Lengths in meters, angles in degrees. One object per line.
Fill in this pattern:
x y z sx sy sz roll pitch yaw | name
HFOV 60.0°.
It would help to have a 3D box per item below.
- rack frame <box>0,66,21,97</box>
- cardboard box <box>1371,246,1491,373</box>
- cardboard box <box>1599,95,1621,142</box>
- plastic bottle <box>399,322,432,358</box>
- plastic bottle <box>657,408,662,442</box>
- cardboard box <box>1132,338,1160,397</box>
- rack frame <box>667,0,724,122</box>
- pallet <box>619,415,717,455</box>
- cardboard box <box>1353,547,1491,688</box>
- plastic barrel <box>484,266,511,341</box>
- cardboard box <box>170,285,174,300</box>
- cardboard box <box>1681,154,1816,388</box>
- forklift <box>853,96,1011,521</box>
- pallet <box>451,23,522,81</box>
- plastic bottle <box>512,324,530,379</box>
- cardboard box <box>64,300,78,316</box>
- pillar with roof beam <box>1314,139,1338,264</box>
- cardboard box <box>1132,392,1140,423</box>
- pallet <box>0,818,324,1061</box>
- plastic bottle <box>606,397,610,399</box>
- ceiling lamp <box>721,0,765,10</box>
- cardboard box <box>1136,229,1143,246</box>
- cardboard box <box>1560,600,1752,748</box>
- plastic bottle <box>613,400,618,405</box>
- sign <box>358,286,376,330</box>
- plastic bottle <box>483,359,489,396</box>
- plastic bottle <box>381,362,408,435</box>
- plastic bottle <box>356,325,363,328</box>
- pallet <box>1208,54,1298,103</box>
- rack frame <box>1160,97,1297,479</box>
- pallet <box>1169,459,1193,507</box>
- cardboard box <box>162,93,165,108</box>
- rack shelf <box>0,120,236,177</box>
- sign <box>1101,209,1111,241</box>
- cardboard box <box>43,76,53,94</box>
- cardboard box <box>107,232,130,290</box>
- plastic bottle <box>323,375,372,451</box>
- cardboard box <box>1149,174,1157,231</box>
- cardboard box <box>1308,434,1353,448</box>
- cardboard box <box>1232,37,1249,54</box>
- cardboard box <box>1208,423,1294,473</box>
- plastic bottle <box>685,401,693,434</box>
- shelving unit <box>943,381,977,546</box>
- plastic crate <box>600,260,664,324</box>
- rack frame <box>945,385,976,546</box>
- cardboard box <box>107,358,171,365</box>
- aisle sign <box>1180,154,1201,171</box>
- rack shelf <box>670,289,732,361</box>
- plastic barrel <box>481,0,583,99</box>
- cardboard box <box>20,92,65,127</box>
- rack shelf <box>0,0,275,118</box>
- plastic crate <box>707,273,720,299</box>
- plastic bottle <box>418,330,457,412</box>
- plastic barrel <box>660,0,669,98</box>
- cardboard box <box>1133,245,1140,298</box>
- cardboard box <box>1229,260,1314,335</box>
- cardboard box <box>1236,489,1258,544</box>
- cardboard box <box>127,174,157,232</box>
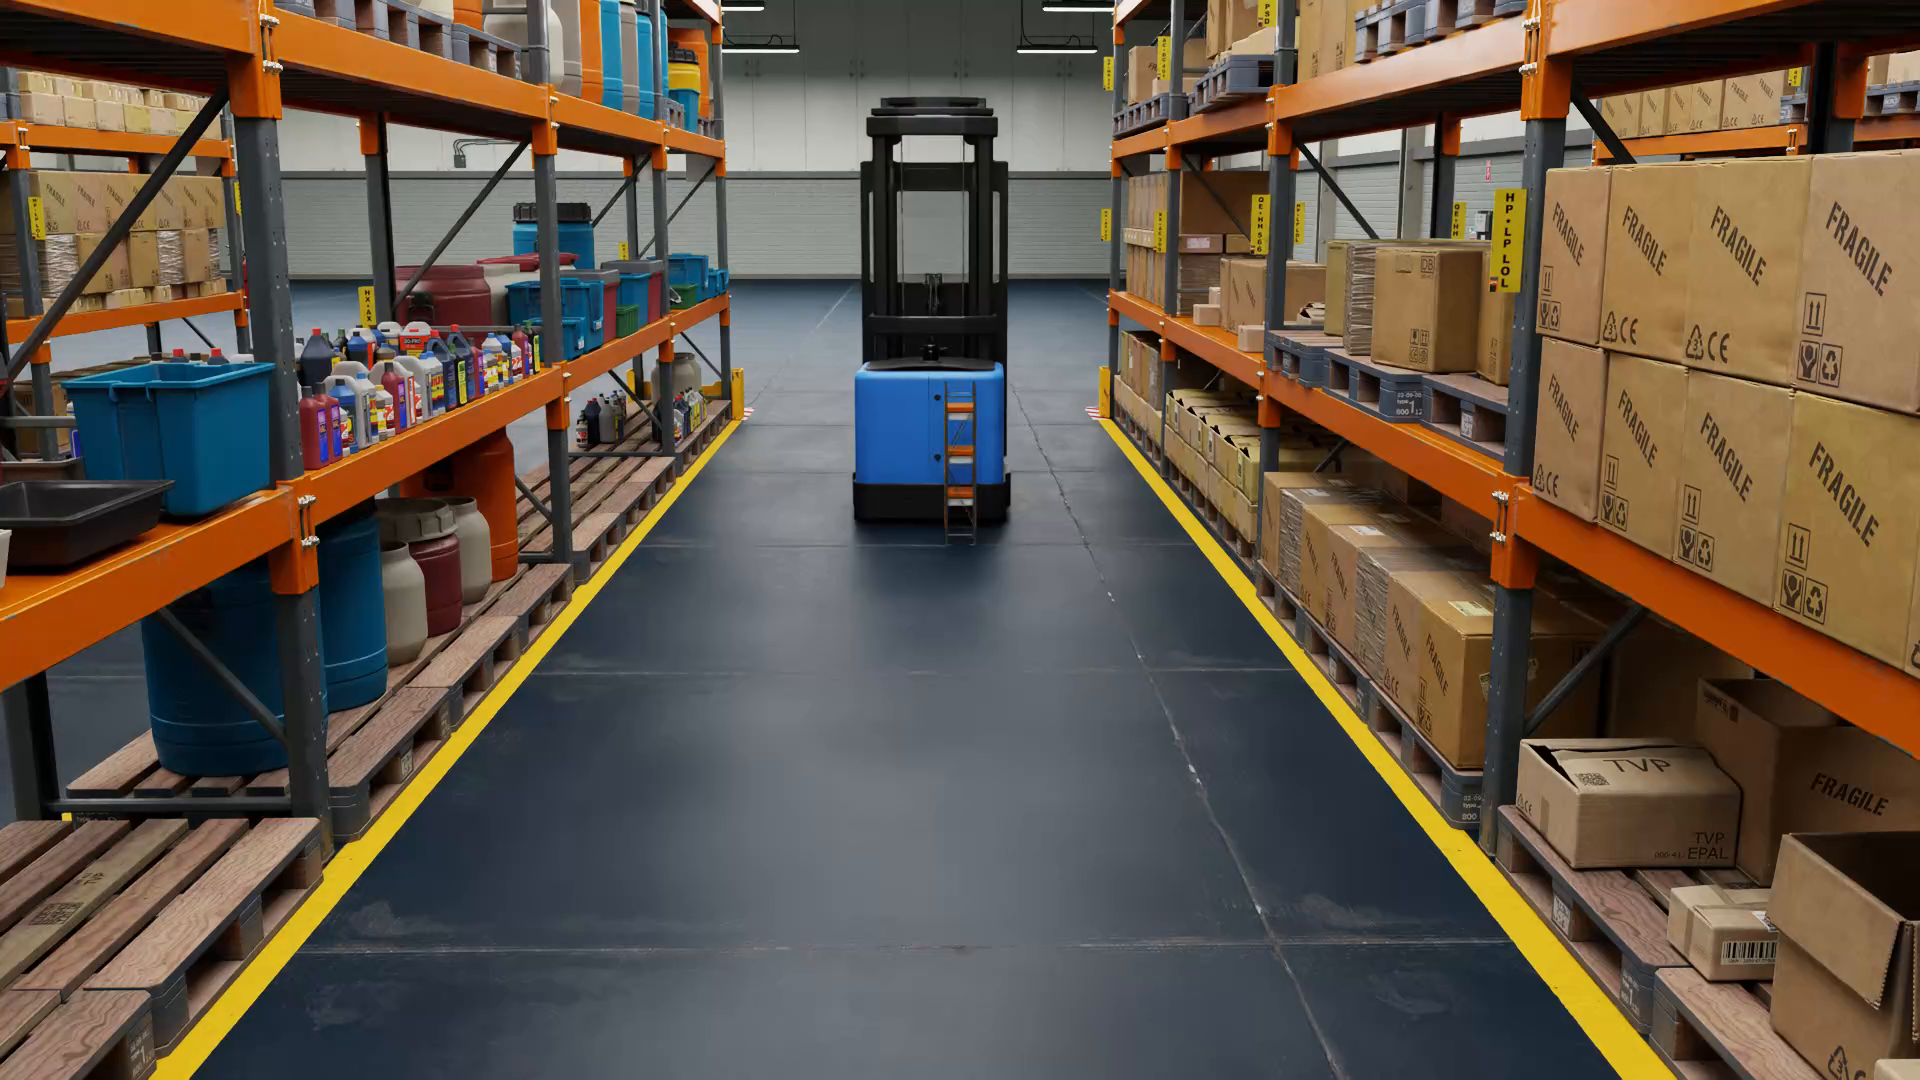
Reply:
-7.764 -4.882 12.491 1.000 3.000 0.127 0 11 -1 | rack frame
2.207 -0.998 7.124 0.700 0.500 0.500 -3 12 -16 | cardboard box
6.767 -4.260 16.665 0.500 0.500 0.500 0 11 0 | cardboard box
-2.892 -1.020 8.853 0.152 0.276 0.135 0 11 -1 | plastic bottle
-2.521 -0.976 14.049 0.061 0.283 0.133 0 11 -1 | plastic bottle
1.874 -1.597 15.361 0.500 0.500 0.500 0 11 -1 | cardboard box
-2.895 -5.698 16.511 1.000 3.000 0.127 0 11 -1 | rack frame
-2.813 -0.973 15.322 1.003 0.211 1.213 0 11 -1 | pallet
1.997 0.323 7.104 0.500 0.500 0.500 0 11 0 | cardboard box
-2.964 -1.426 10.261 0.421 0.512 0.421 0 11 0 | plastic barrel
-7.592 -2.310 15.532 0.380 0.149 0.250 0 11 -1 | cardboard box
2.055 -0.631 3.860 0.500 0.500 0.500 -1 11 -3 | cardboard box
-0.183 -1.815 12.635 1.130 2.935 3.031 0 11 1 | forklift
-2.812 -2.392 8.238 1.003 0.211 1.213 0 11 -1 | pallet
-2.290 -0.986 8.666 0.061 0.283 0.133 0 11 -1 | plastic bottle
-7.460 -1.913 13.574 0.380 0.149 0.250 0 11 -1 | cardboard box
3.213 -9.163 33.593 9.100 9.000 0.548 0 11 -1 | pillar with roof beam
1.875 -1.230 15.436 0.500 0.250 0.500 0 11 -1 | cardboard box
-2.593 1.140 4.907 1.003 0.211 1.213 0 11 -1 | pallet
-3.156 -1.146 14.919 0.097 0.271 0.097 0 11 0 | plastic bottle
-4.760 -11.797 31.896 2.000 3.185 0.800 0 11 -1 | ceiling lamp
1.873 -2.860 15.729 0.380 0.149 0.250 -1 11 -3 | cardboard box
2.539 0.521 6.129 0.500 0.500 0.500 -1 11 -4 | cardboard box
-3.022 -1.082 14.571 0.061 0.283 0.133 0 11 -1 | plastic bottle
-3.280 -1.244 9.234 0.100 0.325 0.005 0 11 -1 | sign
-2.292 -0.787 7.893 0.097 0.201 0.097 0 11 0 | plastic bottle
-2.246 -0.566 6.599 0.061 0.283 0.133 0 11 -1 | plastic bottle
-3.083 -0.957 8.527 0.061 0.283 0.133 0 11 -1 | plastic bottle
2.119 -2.699 9.749 1.213 0.211 1.003 0 11 1 | pallet
2.140 -1.982 13.284 1.000 3.000 0.127 0 11 -1 | rack frame
2.194 -0.469 12.841 1.003 0.211 1.213 0 11 -1 | pallet
-7.616 -4.070 15.404 0.380 0.149 0.250 0 11 0 | cardboard box
-7.806 -3.457 14.820 1.077 0.370 4.000 0 11 -1 | rack shelf
1.502 -3.239 17.104 0.100 0.325 0.005 0 11 -1 | sign
-7.536 -3.653 13.349 0.380 0.149 0.250 -1 11 -4 | cardboard box
-7.798 -2.425 14.469 0.875 0.500 0.500 0 11 -1 | cardboard box
-2.283 -0.478 6.181 0.152 0.276 0.135 0 11 -1 | plastic bottle
2.093 -3.054 15.055 0.700 0.500 0.500 0 11 -1 | cardboard box
2.486 -0.530 10.575 0.500 0.311 0.500 -1 11 -3 | cardboard box
2.118 -3.204 11.085 0.500 0.250 0.500 -1 12 -6 | cardboard box
1.941 -0.627 11.053 0.500 0.311 0.500 0 11 -2 | cardboard box
-2.380 -1.079 14.561 0.061 0.283 0.133 0 11 1 | plastic bottle
0.001 -0.504 10.902 0.215 1.050 0.252 0 11 -1 | shelving unit
-2.496 -1.899 12.713 0.402 0.464 0.583 0 11 -1 | plastic crate
0.004 -0.480 10.783 0.200 1.050 0.008 0 11 -1 | rack frame
-7.804 -1.475 16.016 0.500 0.500 0.500 3 12 14 | cardboard box
2.350 -4.065 17.016 0.394 0.787 0.004 0 11 -1 | aisle sign
-2.854 -2.007 15.219 1.077 0.370 4.000 0 11 -1 | rack shelf
-2.530 -3.047 9.729 0.600 0.901 0.600 0 11 0 | plastic barrel
-7.517 -3.429 13.250 0.500 0.250 0.500 -1 11 -3 | cardboard box
-2.606 -1.092 3.163 1.077 0.370 4.000 0 11 -1 | rack shelf
-2.578 -2.457 16.001 0.499 0.251 0.408 0 11 -1 | plastic crate
-2.303 -0.742 7.297 0.144 0.351 0.185 0 11 -1 | plastic bottle
-2.726 -4.082 13.775 0.600 0.901 0.708 0 11 -1 | plastic barrel
2.070 -2.629 16.222 0.700 0.500 0.500 0 11 0 | cardboard box
2.161 -1.674 11.515 0.500 0.500 0.500 0 11 -1 | cardboard box
1.968 -0.149 10.107 0.500 0.250 0.500 0 11 0 | cardboard box
-7.562 -3.015 14.864 0.500 0.500 0.500 0 11 -1 | cardboard box
